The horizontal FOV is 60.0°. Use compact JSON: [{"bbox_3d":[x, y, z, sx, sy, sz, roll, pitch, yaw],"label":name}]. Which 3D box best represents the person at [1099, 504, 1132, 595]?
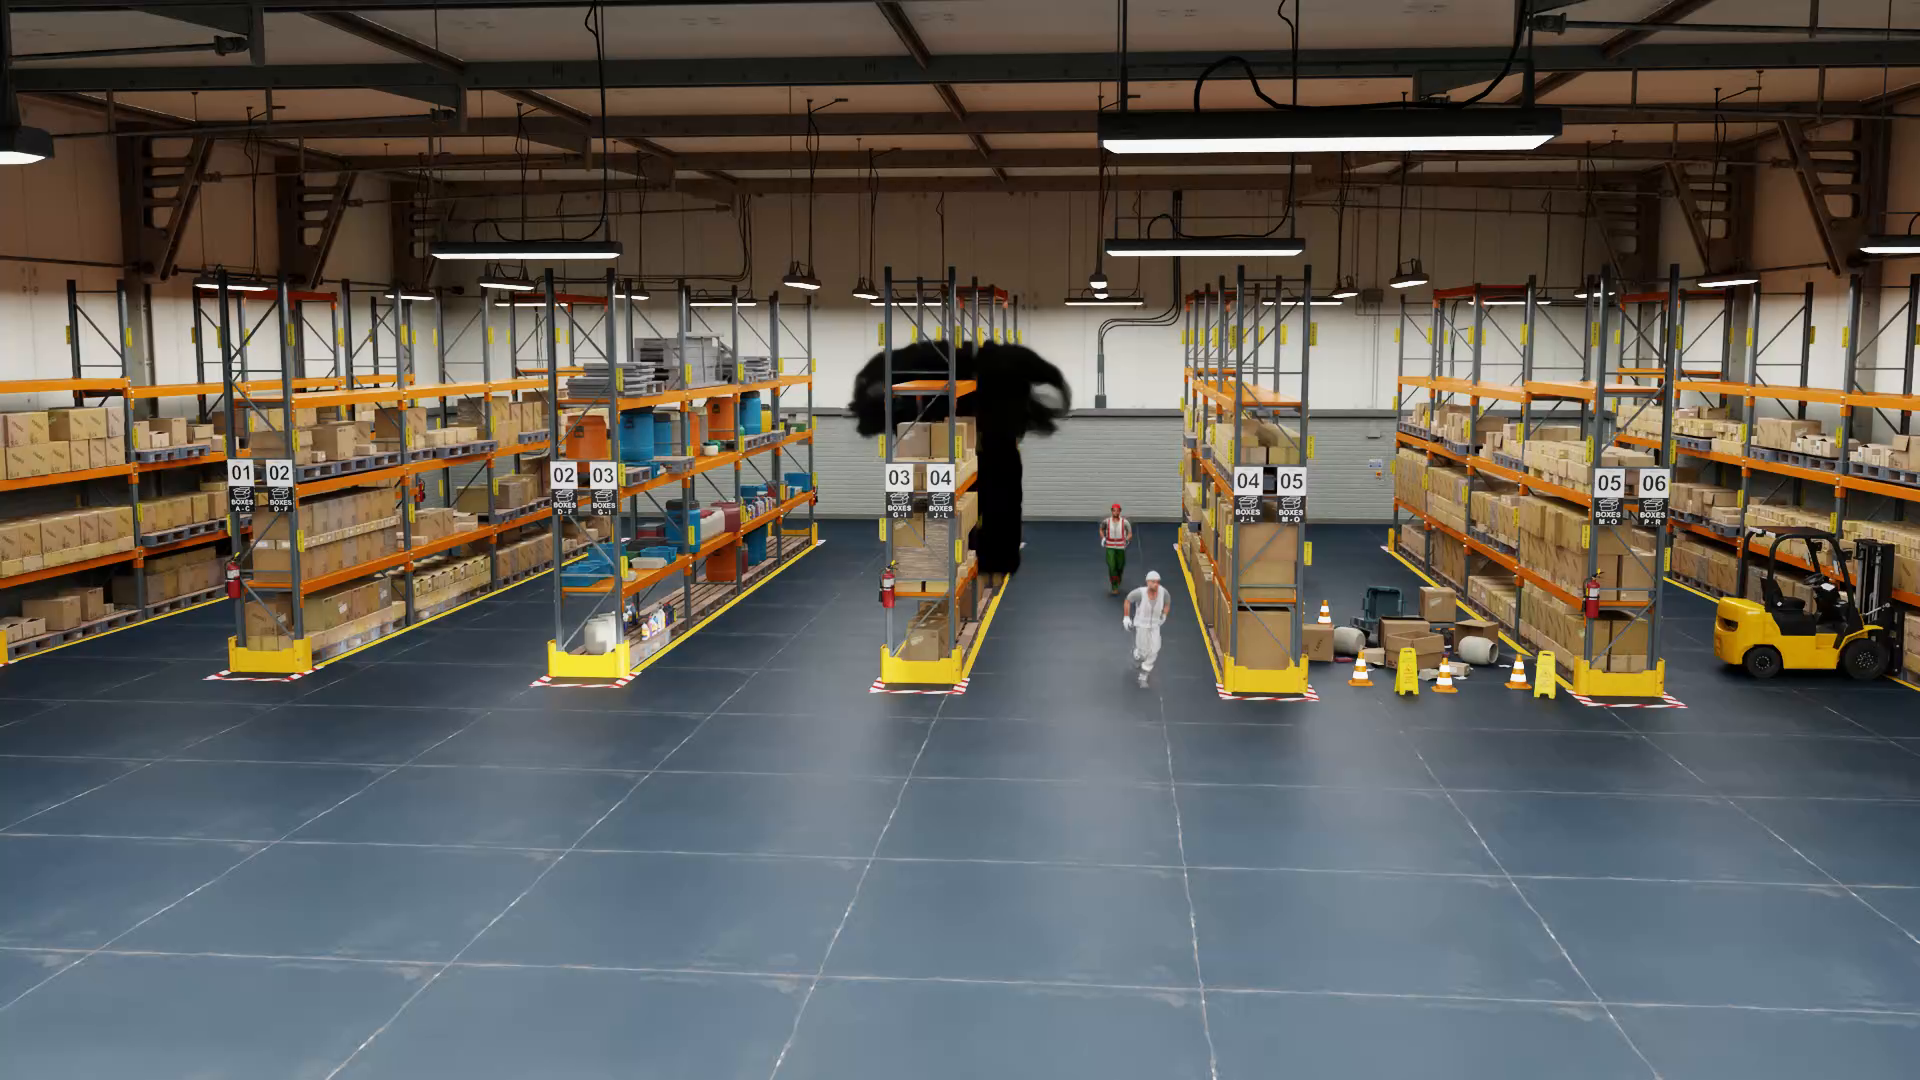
[{"bbox_3d":[3.056,0.164,32.747,0.655,1.774,0.845,1,7,5],"label":"person"}]

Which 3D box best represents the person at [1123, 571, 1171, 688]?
[{"bbox_3d":[2.696,1.268,23.966,0.654,1.712,0.777,-2,7,-16],"label":"person"}]
